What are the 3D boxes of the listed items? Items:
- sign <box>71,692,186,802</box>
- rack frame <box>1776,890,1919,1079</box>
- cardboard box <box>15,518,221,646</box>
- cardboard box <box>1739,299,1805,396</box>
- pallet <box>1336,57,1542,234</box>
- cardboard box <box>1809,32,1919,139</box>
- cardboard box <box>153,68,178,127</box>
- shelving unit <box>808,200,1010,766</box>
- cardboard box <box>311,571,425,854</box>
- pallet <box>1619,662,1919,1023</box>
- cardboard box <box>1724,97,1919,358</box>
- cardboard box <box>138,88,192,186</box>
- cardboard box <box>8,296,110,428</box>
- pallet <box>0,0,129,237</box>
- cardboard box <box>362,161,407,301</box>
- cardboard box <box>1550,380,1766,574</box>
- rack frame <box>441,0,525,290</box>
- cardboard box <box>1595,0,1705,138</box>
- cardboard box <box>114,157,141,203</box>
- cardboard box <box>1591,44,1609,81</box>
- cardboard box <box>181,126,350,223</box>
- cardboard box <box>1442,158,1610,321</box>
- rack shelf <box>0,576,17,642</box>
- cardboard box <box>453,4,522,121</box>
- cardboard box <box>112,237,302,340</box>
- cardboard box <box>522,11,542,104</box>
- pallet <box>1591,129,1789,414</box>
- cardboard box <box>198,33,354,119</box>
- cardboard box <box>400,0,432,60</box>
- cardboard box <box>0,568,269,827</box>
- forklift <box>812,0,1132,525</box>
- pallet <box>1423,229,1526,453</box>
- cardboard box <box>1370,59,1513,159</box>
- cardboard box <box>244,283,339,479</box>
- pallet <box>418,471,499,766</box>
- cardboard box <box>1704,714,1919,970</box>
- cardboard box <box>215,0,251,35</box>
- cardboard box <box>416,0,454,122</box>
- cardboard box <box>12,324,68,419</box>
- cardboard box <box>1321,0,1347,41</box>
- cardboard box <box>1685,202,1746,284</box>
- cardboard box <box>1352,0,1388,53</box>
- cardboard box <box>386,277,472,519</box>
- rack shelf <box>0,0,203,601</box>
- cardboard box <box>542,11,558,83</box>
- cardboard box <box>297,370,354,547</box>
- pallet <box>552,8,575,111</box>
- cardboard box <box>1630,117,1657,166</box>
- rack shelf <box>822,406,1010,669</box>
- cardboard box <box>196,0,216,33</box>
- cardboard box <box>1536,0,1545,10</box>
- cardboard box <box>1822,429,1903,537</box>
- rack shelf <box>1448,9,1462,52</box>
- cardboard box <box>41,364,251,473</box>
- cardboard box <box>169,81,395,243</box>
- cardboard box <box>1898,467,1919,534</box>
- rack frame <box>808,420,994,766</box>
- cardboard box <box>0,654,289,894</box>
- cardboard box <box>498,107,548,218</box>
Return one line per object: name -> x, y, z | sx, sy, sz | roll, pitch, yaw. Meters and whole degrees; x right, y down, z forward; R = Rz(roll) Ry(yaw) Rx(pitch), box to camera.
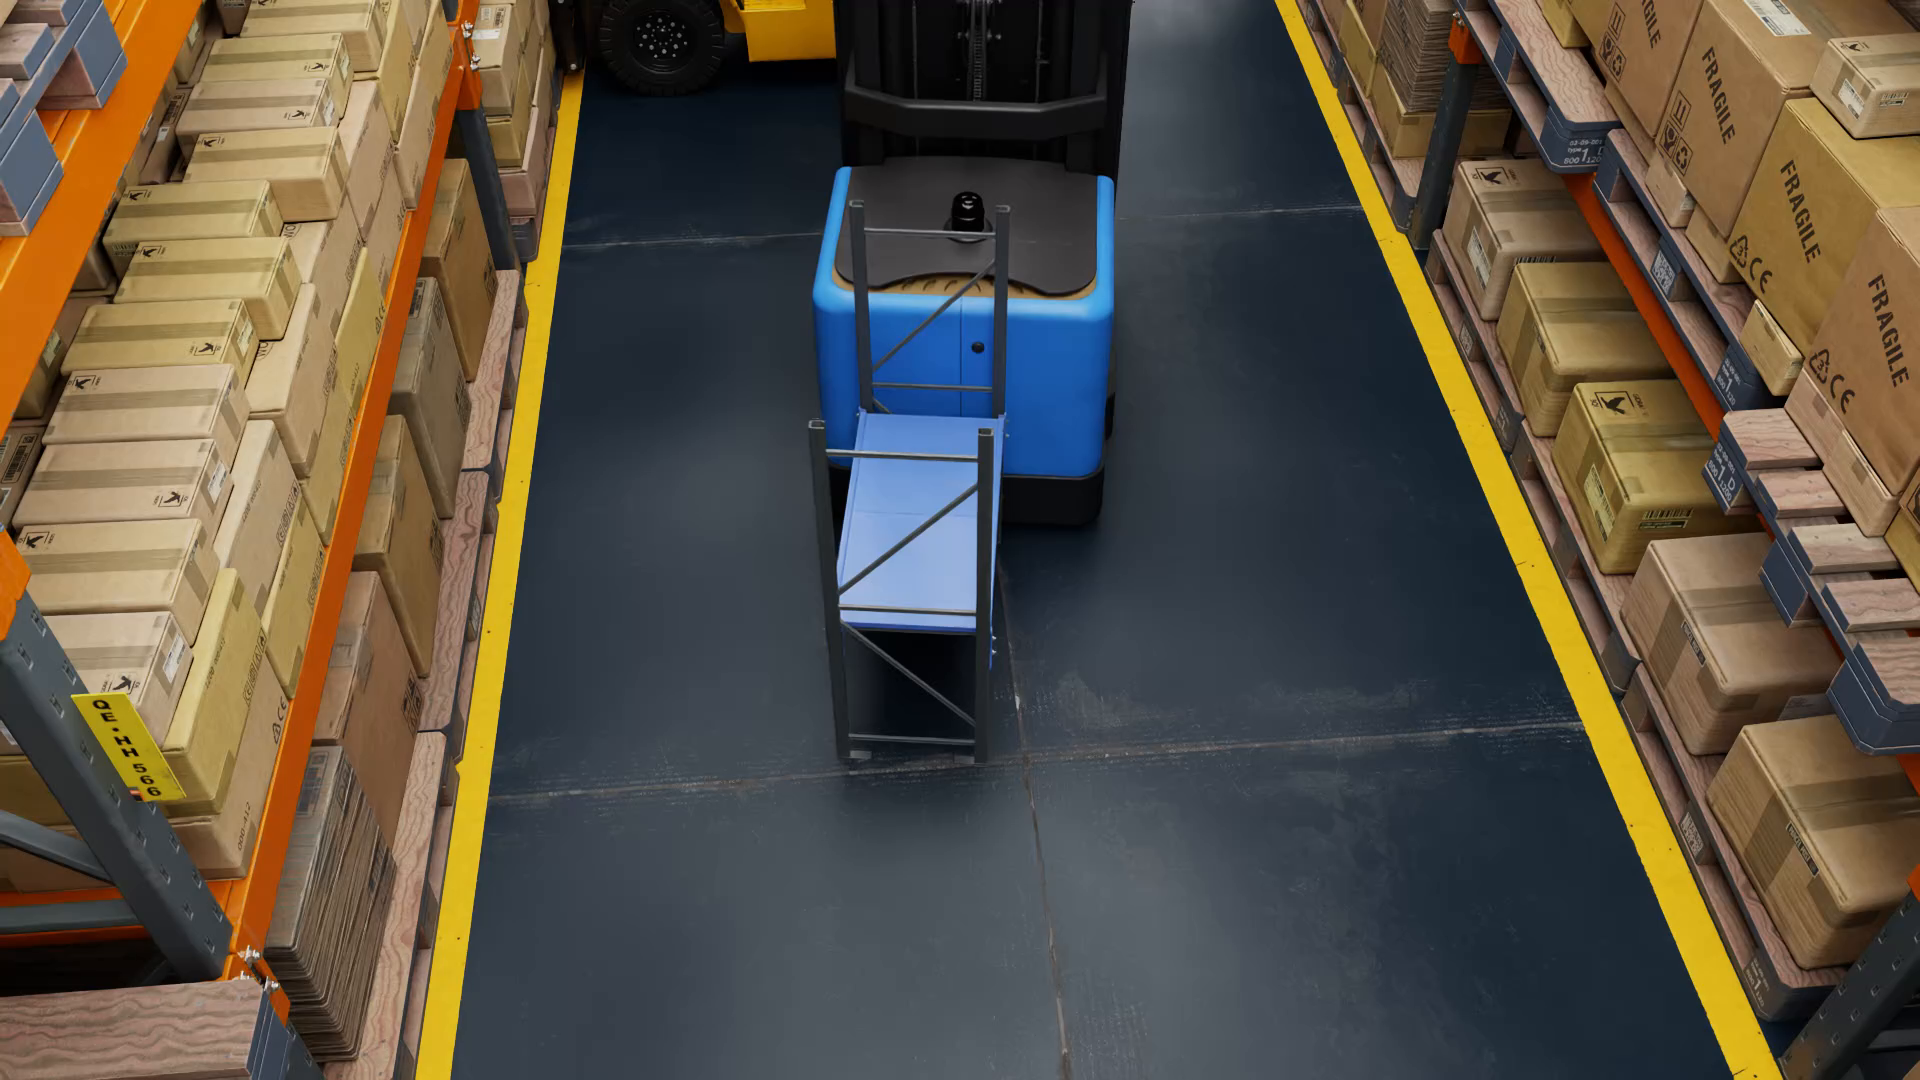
sign -> -1.536, 0.386, 3.075 | 0.100, 0.325, 0.005 | -3, 47, -3
rack frame -> 2.869, 0.493, 3.717 | 1.000, 3.000, 0.127 | -3, 47, -3
cardboard box -> -1.833, 0.098, 3.575 | 0.380, 0.149, 0.250 | -3, 47, -2
cardboard box -> 2.397, -0.538, 4.578 | 0.380, 0.149, 0.250 | -3, 47, -3
pallet -> 2.443, -1.926, 7.929 | 1.003, 0.211, 1.213 | -3, 47, -3
cardboard box -> 2.451, -1.178, 4.290 | 0.380, 0.149, 0.250 | -6, 47, -5
cardboard box -> -2.568, -1.344, 4.941 | 0.380, 0.149, 0.250 | -4, 47, -3
shelving unit -> -0.127, -0.154, 5.363 | 0.538, 1.500, 1.048 | 3, 47, 2
cardboard box -> -2.178, 0.545, 5.014 | 0.875, 0.625, 0.625 | -2, 47, -2
pallet -> 2.806, 0.886, 5.265 | 1.003, 0.211, 1.213 | -3, 47, -3
cardboard box -> 2.457, -0.839, 4.415 | 0.500, 0.500, 0.500 | -6, 47, -6
cardboard box -> -2.561, -1.098, 4.983 | 0.500, 0.250, 0.500 | -5, 47, -4
cardboard box -> -2.475, -0.364, 4.288 | 0.500, 0.250, 0.500 | -4, 47, -4
pallet -> -2.222, -0.655, 2.868 | 1.213, 0.211, 1.003 | -2, 47, -1
cardboard box -> -2.050, -0.972, 5.208 | 0.500, 0.250, 0.500 | -3, 47, -3
cardboard box -> 2.705, -0.240, 5.932 | 0.950, 0.372, 0.625 | -2, 47, -2
rack frame -> -2.411, -2.097, 6.170 | 1.000, 3.000, 0.127 | -3, 47, -3
cardboard box -> 2.358, -1.605, 5.141 | 0.500, 0.500, 0.500 | -4, 47, -4
cardboard box -> -2.514, -0.981, 4.598 | 0.380, 0.149, 0.250 | -3, 47, -3
cardboard box -> 2.378, -1.659, 5.639 | 0.380, 0.149, 0.250 | -1, 47, -1
cardboard box -> -1.926, -1.011, 4.626 | 0.380, 0.149, 0.250 | -5, 47, -4
cardboard box -> 2.581, -1.263, 6.901 | 0.950, 0.372, 0.625 | -3, 47, -3
rack shelf -> -1.909, 1.460, 1.231 | 1.077, 0.370, 4.000 | -3, 47, -3
cardboard box -> -2.139, -2.009, 7.002 | 0.500, 0.250, 0.500 | -4, 47, -4
cardboard box -> -1.928, -0.642, 4.276 | 0.380, 0.149, 0.250 | -3, 47, -2
cardboard box -> -2.188, -2.201, 7.529 | 0.500, 0.250, 0.500 | -4, 47, -4
pallet -> 2.663, -0.871, 5.141 | 1.003, 0.211, 1.213 | -3, 47, -3
cardboard box -> -2.040, -1.379, 4.975 | 0.380, 0.149, 0.250 | -4, 47, -4
cardboard box -> -2.115, -1.878, 5.721 | 0.500, 0.250, 0.500 | -4, 47, -4
cardboard box -> -1.845, 0.339, 3.622 | 0.500, 0.250, 0.500 | -4, 47, -3
forklift -> 0.097, -2.130, 6.248 | 1.130, 2.935, 3.031 | 3, 47, 2
pallet -> 2.601, -0.879, 6.937 | 1.003, 0.211, 1.213 | -3, 47, -3
cardboard box -> 2.217, -2.012, 7.694 | 0.500, 0.250, 0.500 | -2, 47, -1
cardboard box -> -1.937, -0.401, 4.323 | 0.500, 0.250, 0.500 | -5, 47, -4
pallet -> -2.206, 0.277, 5.842 | 1.003, 0.211, 1.213 | -3, 47, -3
cardboard box -> 2.832, 0.843, 4.907 | 0.950, 0.372, 0.625 | -6, 47, -6
cardboard box -> -2.154, -1.755, 5.330 | 0.380, 0.149, 0.250 | -4, 47, -3
cardboard box -> -2.108, -1.697, 5.894 | 0.500, 0.250, 0.500 | -3, 47, -2
cardboard box -> -2.434, -0.424, 4.070 | 0.380, 0.149, 0.250 | -4, 47, -4
cardboard box -> 2.125, -2.764, 8.407 | 0.500, 0.250, 0.500 | -3, 47, -3
cardboard box -> 2.399, -0.904, 4.924 | 0.380, 0.149, 0.250 | -5, 47, -5
cardboard box -> 2.173, -2.638, 7.770 | 0.500, 0.500, 0.500 | -3, 47, -3
cardboard box -> -2.299, -0.486, 5.991 | 0.875, 0.625, 0.625 | -4, 47, -4
rack shelf -> -2.244, -1.434, 3.972 | 1.077, 0.370, 4.000 | -3, 47, -3
cardboard box -> -2.238, -2.403, 8.065 | 0.500, 0.250, 0.500 | -3, 47, -3
cardboard box -> -1.957, -0.224, 4.499 | 0.500, 0.250, 0.500 | -5, 47, -5
pallet -> -2.541, -2.601, 8.568 | 1.003, 0.211, 1.213 | -3, 47, -3
cardboard box -> 2.377, -1.291, 5.290 | 0.380, 0.149, 0.250 | -3, 47, -3
rack shelf -> -0.127, -0.030, 5.493 | 0.538, 0.185, 1.000 | 3, 47, 2
cardboard box -> -2.605, -1.709, 5.287 | 0.380, 0.149, 0.250 | -4, 47, -3
cardboard box -> 2.266, -2.040, 6.000 | 0.380, 0.149, 0.250 | -3, 47, -3
cardboard box -> 2.447, -0.157, 4.217 | 0.380, 0.149, 0.250 | -4, 47, -4
rack shelf -> 2.367, -3.601, 8.090 | 1.077, 0.370, 4.000 | -3, 47, -3
cardboard box -> -1.915, -0.275, 3.928 | 0.380, 0.149, 0.250 | -3, 47, -3
cardboard box -> -2.028, -1.136, 5.018 | 0.500, 0.250, 0.500 | -3, 47, -3
cardboard box -> 2.554, -0.100, 3.716 | 0.500, 0.500, 0.500 | -5, 47, -4
rack frame -> -0.158, 0.214, 5.014 | 0.500, 1.500, 0.032 | 3, 47, 2
cardboard box -> -1.870, 0.513, 3.802 | 0.500, 0.250, 0.500 | -3, 47, -3
cardboard box -> -2.122, -1.666, 7.366 | 0.500, 0.250, 0.500 | -3, 47, -3
